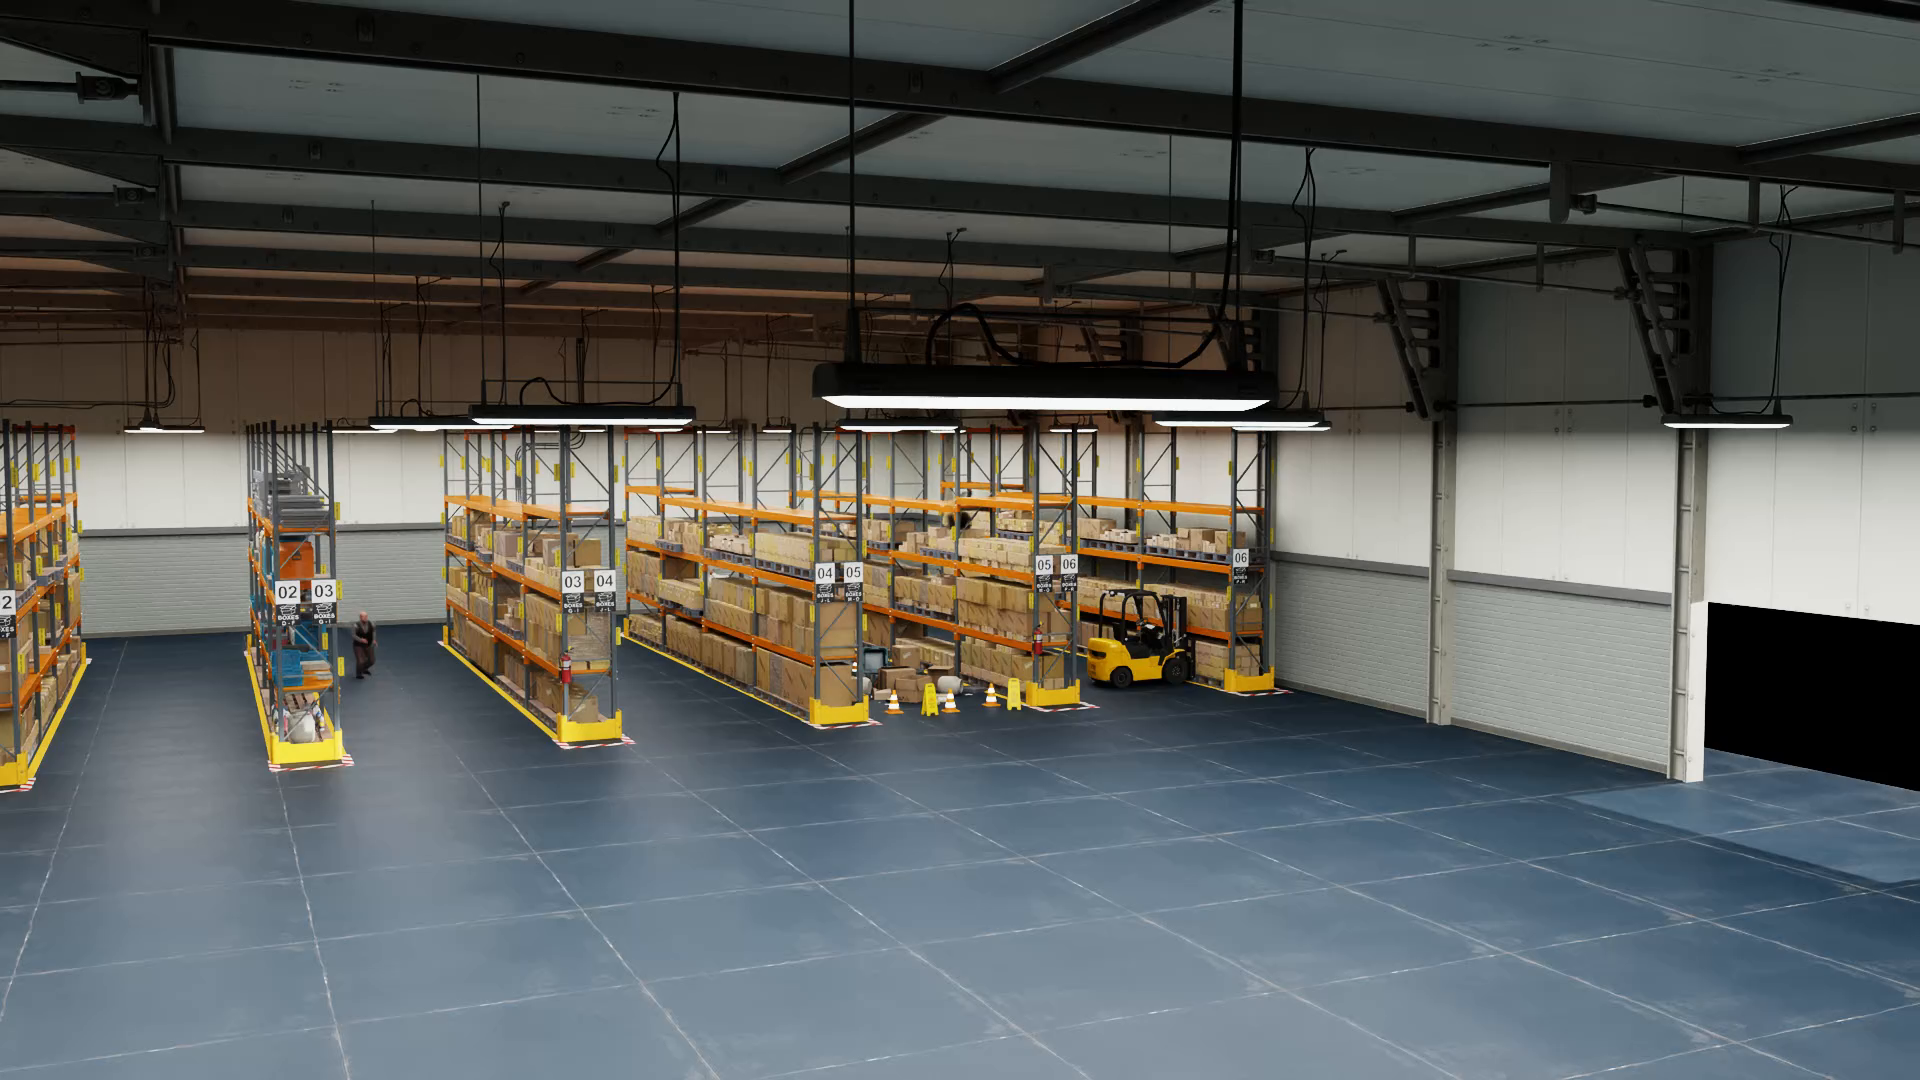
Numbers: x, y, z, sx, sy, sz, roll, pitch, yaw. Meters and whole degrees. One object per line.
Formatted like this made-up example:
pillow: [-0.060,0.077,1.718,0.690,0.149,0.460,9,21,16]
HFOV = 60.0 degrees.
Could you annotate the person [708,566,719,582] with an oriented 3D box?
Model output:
person: [-7.748,1.616,52.185,0.533,1.604,0.979,1,4,16]

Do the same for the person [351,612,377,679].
person: [-13.990,2.482,39.031,0.650,1.612,0.749,-3,5,-41]
